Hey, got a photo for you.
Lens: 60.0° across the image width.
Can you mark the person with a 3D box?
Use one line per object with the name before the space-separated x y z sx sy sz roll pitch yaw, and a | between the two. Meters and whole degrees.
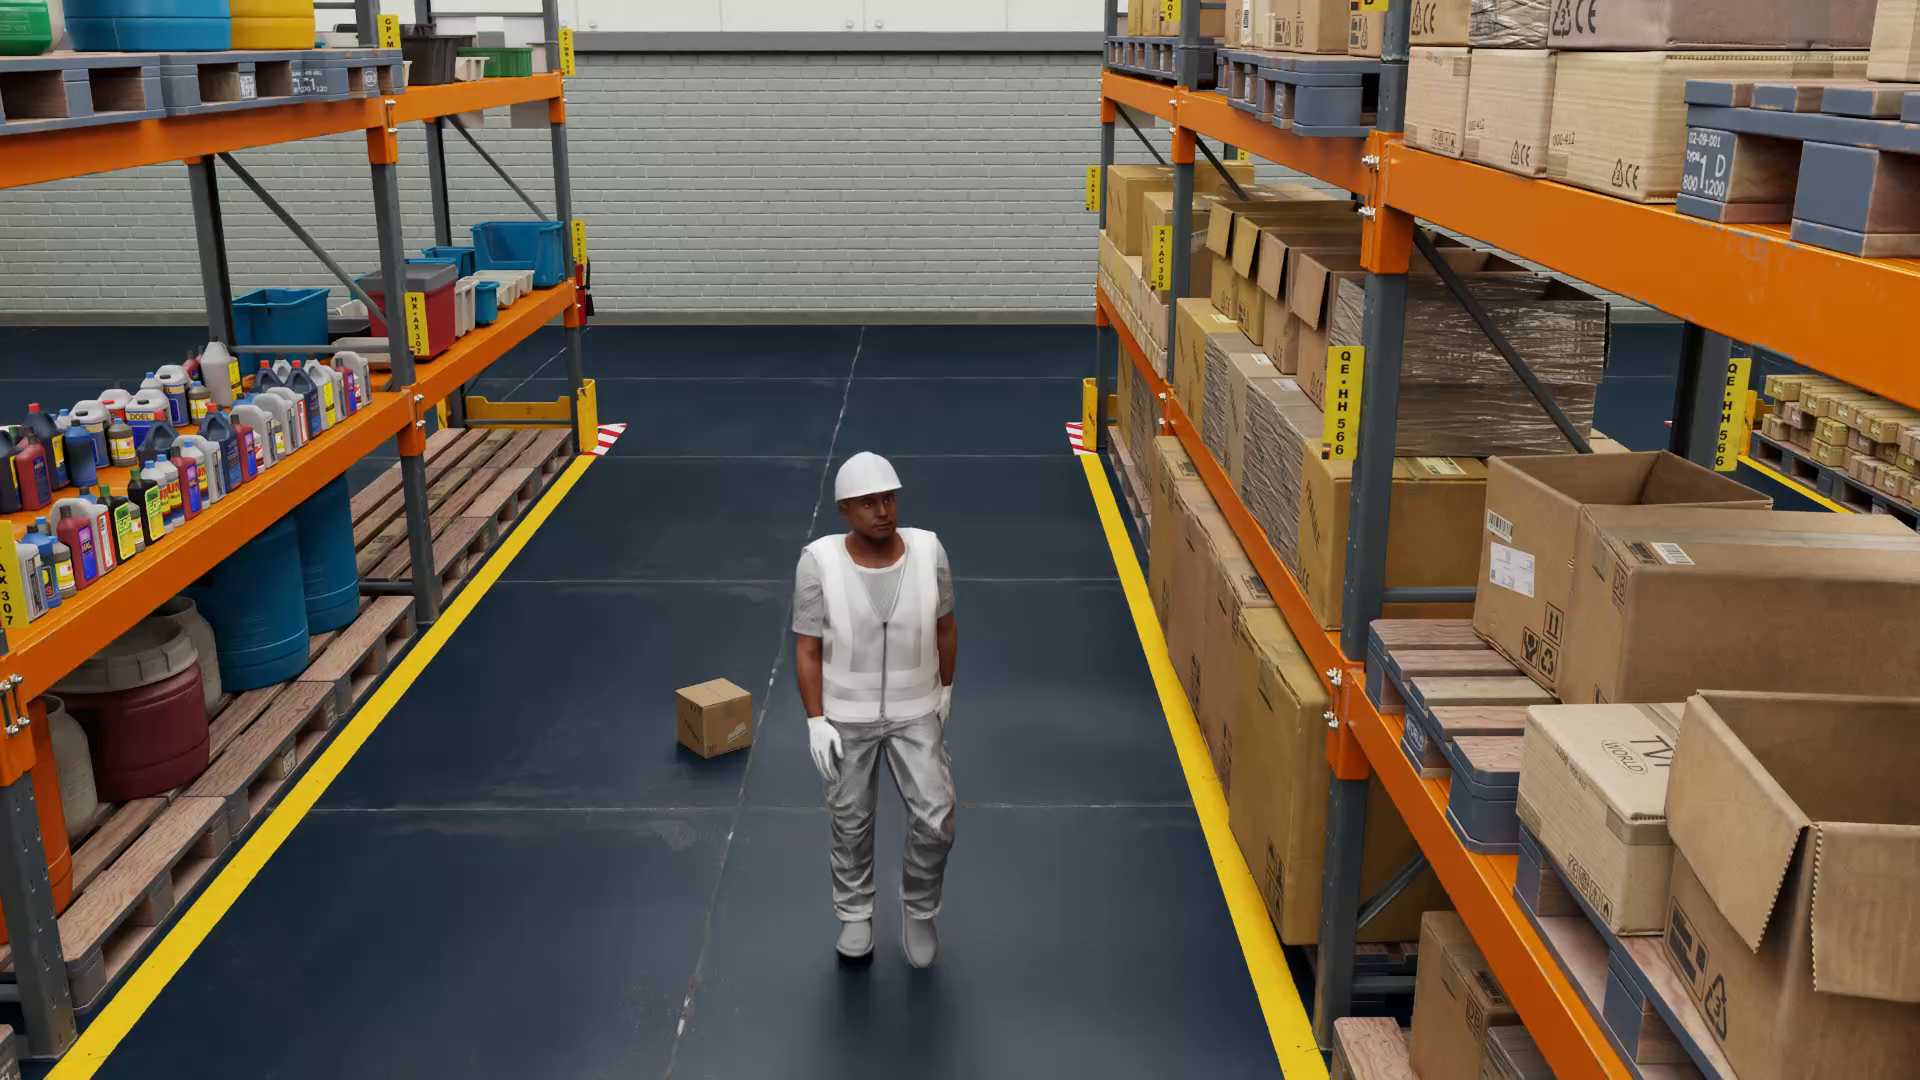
person | -0.266 0.604 5.510 0.559 1.826 0.476 -3 17 -9
